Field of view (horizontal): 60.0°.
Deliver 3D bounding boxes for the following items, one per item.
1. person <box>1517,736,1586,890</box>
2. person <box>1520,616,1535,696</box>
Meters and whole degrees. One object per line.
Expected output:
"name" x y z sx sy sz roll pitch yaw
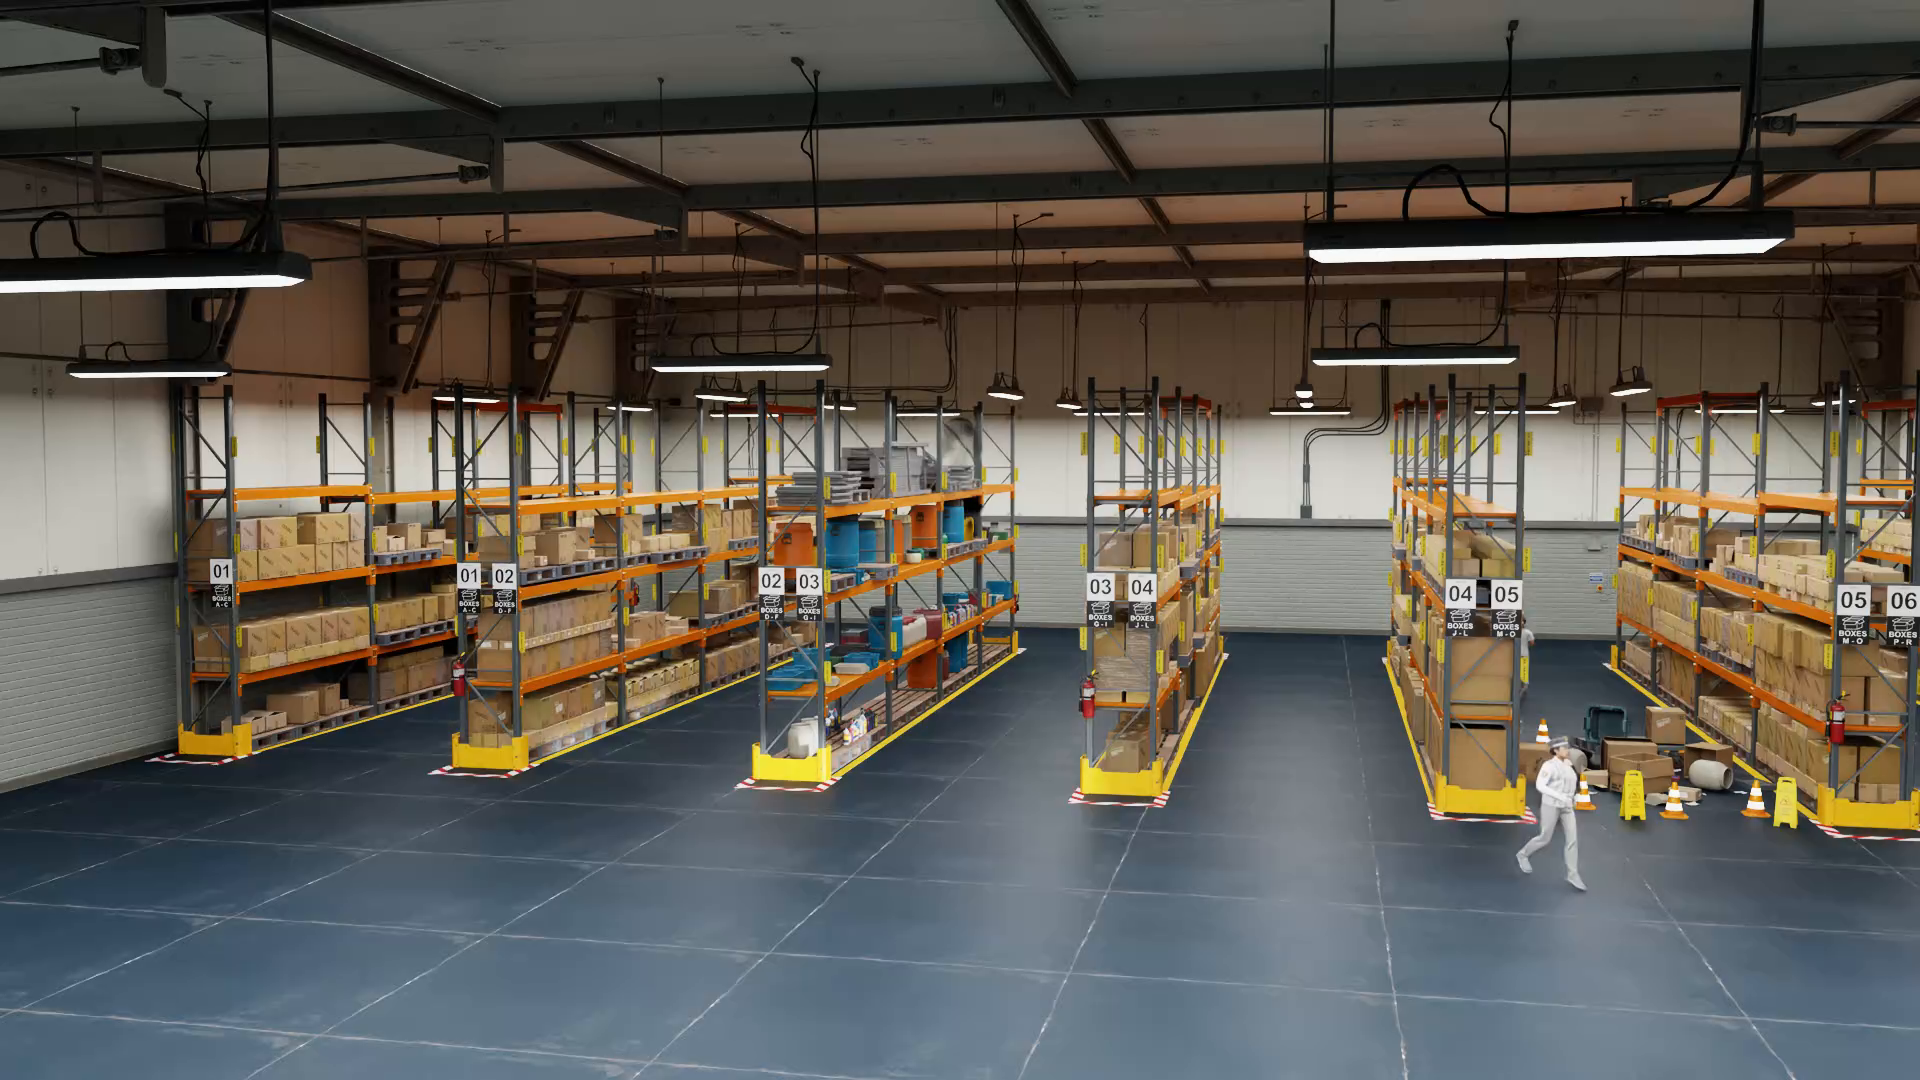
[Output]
"person" 6.870 3.079 19.094 0.657 1.692 0.947 -2 4 -28
"person" 11.160 2.348 33.130 0.575 1.668 0.783 0 3 9
